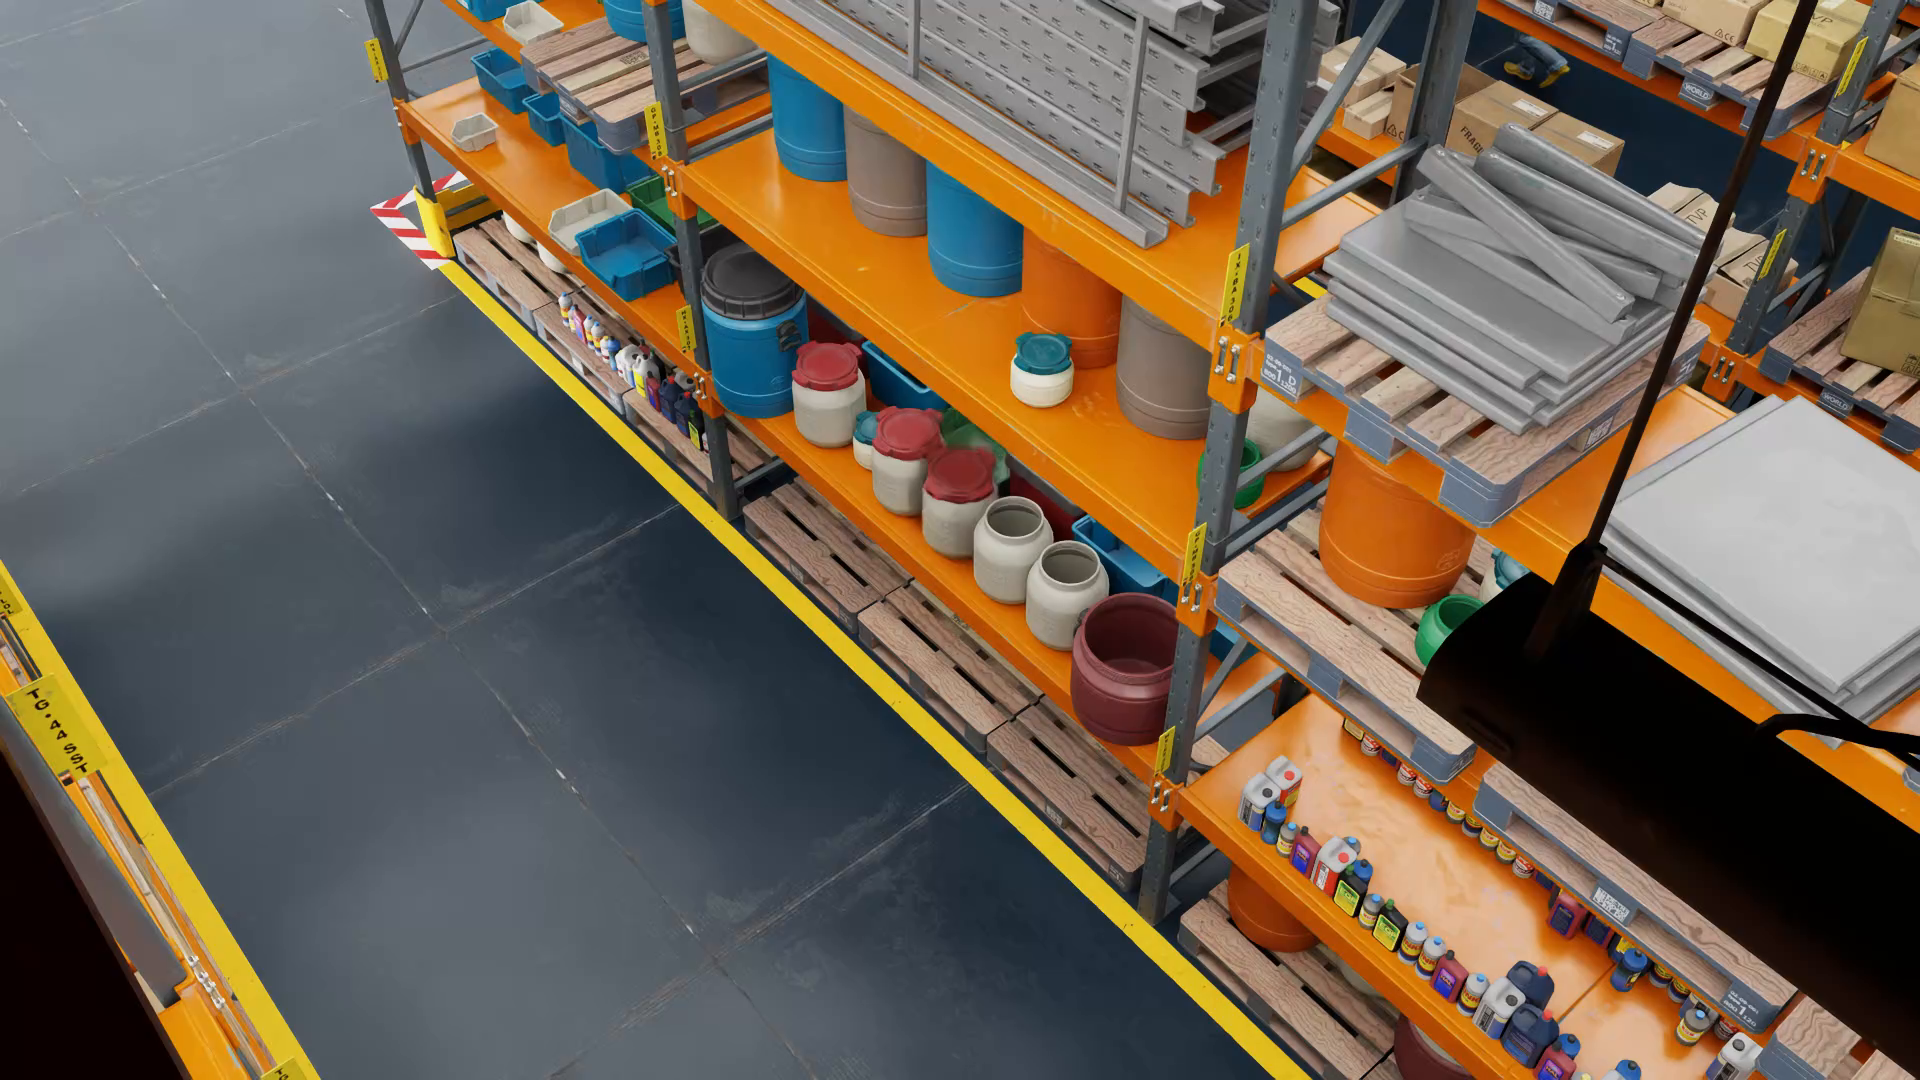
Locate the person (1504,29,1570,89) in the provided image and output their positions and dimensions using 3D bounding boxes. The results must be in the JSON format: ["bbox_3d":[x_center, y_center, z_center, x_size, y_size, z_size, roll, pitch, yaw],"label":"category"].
[{"bbox_3d":[5.093,-4.668,14.223,0.655,1.745,0.658,33,55,28],"label":"person"}]
